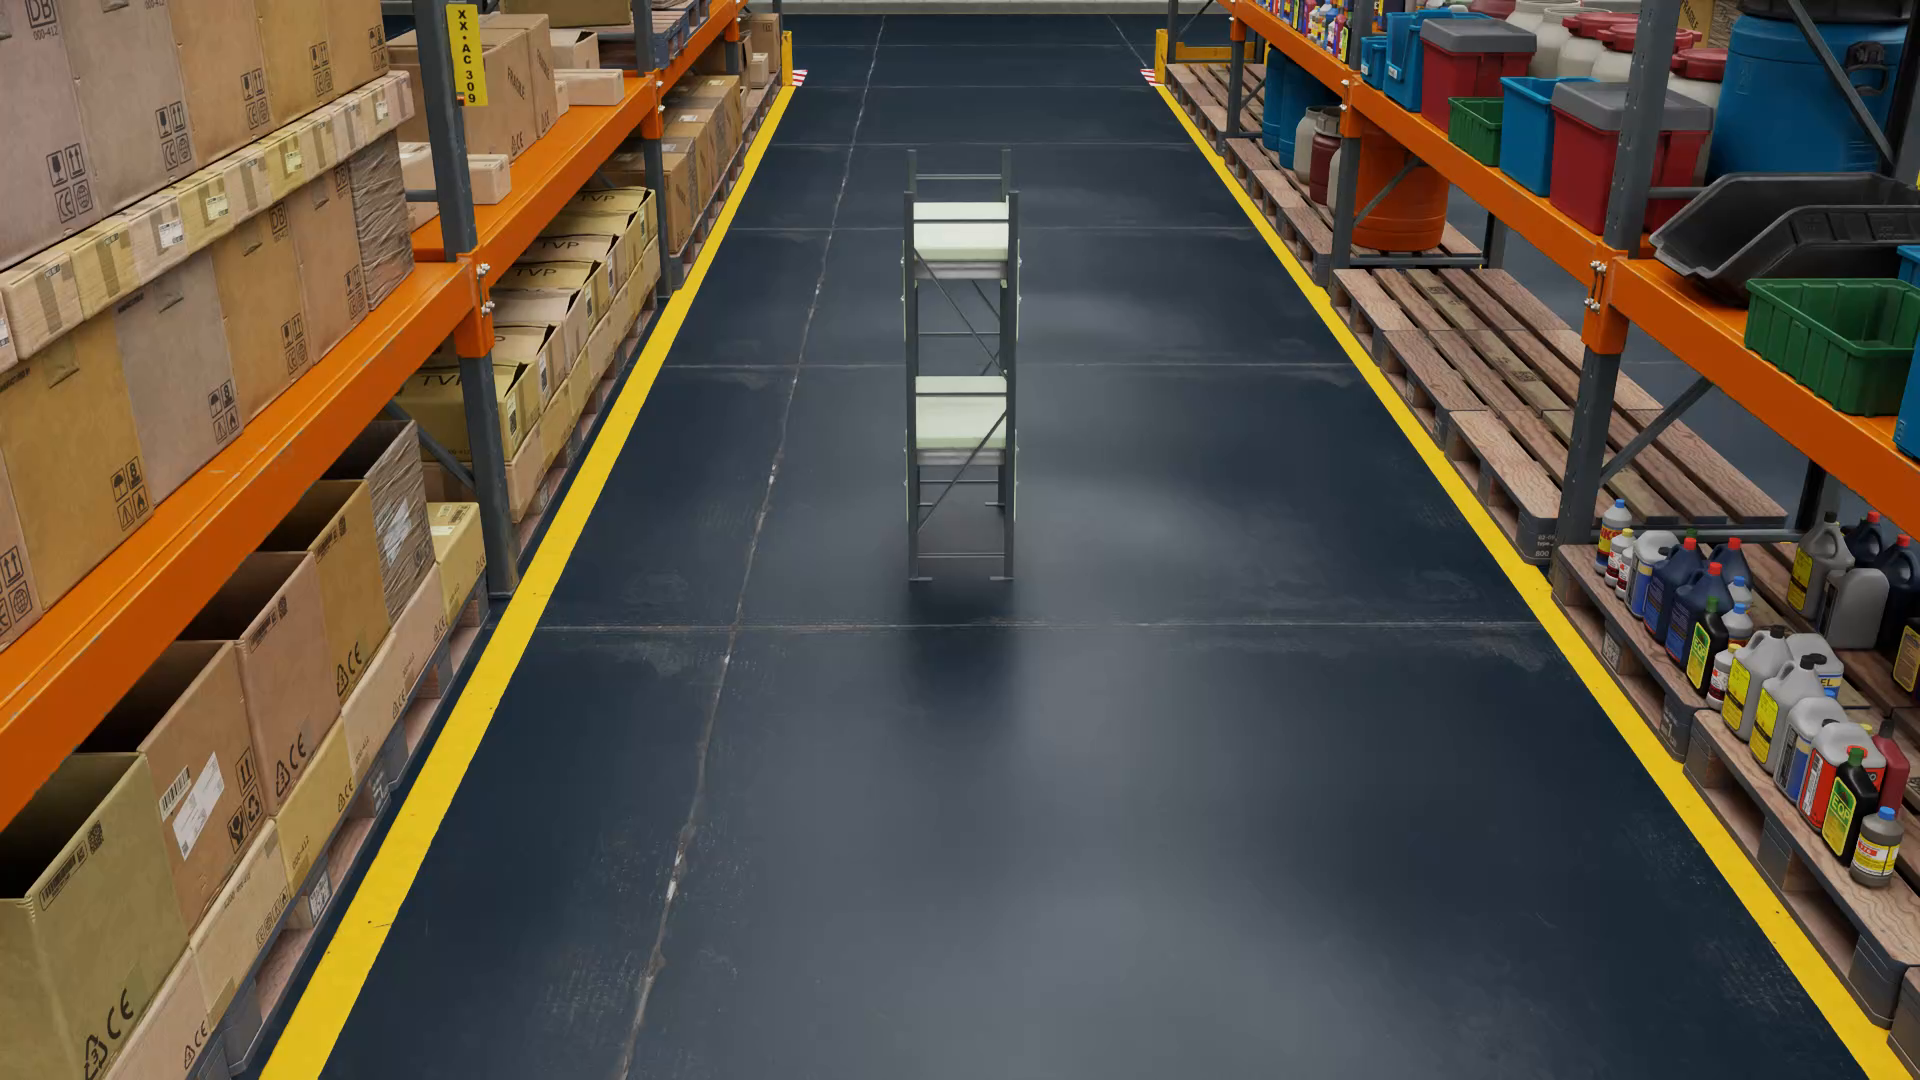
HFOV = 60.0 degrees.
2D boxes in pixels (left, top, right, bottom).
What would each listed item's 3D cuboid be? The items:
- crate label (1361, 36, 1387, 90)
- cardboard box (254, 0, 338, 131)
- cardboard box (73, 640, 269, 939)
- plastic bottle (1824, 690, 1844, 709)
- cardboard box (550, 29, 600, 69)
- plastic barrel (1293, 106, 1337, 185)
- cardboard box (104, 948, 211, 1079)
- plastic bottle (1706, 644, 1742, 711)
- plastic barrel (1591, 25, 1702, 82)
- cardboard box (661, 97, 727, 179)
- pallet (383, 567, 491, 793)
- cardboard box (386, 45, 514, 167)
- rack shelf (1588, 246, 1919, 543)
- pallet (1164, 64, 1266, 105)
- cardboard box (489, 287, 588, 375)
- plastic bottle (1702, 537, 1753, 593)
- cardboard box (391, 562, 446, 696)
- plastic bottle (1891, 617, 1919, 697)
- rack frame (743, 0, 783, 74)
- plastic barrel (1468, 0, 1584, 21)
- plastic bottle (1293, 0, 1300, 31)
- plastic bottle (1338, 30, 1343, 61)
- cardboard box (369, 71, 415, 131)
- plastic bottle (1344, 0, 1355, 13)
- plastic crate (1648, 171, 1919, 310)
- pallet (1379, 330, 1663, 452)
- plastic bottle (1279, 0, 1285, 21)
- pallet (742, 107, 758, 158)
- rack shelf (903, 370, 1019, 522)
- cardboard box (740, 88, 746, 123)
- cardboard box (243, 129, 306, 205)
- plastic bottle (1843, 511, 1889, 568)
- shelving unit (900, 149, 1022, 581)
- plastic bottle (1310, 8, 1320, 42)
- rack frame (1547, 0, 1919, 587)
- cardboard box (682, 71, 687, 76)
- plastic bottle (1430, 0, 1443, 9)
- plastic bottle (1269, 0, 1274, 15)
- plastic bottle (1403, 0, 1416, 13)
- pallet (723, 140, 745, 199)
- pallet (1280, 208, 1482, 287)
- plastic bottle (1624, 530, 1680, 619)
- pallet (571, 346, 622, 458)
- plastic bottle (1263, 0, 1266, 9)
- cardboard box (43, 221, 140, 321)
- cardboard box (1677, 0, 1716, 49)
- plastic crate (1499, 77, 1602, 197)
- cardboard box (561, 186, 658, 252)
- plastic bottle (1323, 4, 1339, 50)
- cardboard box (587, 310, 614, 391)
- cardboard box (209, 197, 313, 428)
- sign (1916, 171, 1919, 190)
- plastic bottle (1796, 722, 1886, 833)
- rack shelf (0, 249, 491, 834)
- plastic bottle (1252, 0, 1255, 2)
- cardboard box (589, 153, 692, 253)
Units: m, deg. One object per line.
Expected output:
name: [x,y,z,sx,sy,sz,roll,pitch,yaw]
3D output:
crate label: [2.351,-2.588,9.036,0.303,0.233,0.416,0,24,-1]
cardboard box: [-2.170,-1.416,4.546,0.700,0.500,0.500,0,24,-1]
cardboard box: [-1.954,0.563,3.782,0.500,0.500,0.500,0,24,-1]
plastic bottle: [2.488,0.529,4.803,0.097,0.201,0.097,0,24,0]
cardboard box: [-2.272,-2.628,9.030,0.500,0.311,0.500,1,24,3]
plastic barrel: [2.591,-2.797,11.803,0.421,0.512,0.421,0,24,0]
cardboard box: [-1.937,1.111,3.481,0.500,0.250,0.500,0,24,-1]
plastic bottle: [2.341,0.412,5.061,0.097,0.201,0.097,0,24,0]
plastic barrel: [2.966,-1.951,7.259,0.433,0.535,0.433,0,24,0]
cardboard box: [-1.981,-2.916,12.058,0.500,0.500,0.500,0,24,0]
pallet: [-2.221,0.428,5.548,1.003,0.211,1.213,0,24,-1]
cardboard box: [-2.186,-1.750,6.858,0.500,0.500,0.500,1,24,3]
rack shelf: [2.787,-0.040,4.070,1.077,0.370,4.000,0,24,-1]
pallet: [2.604,-4.526,16.500,1.003,0.211,1.213,0,24,-1]
cardboard box: [-1.951,-0.956,7.370,0.500,0.311,0.500,-1,24,-2]
plastic bottle: [2.503,0.149,5.462,0.144,0.351,0.185,0,24,-1]
cardboard box: [-1.969,0.287,5.303,0.500,0.250,0.500,0,24,-1]
plastic bottle: [2.964,0.333,5.136,0.061,0.283,0.133,0,24,-1]
rack frame: [-2.319,-6.116,16.632,1.000,3.000,0.127,0,24,-1]
plastic barrel: [3.029,-2.712,8.941,0.600,0.536,0.708,0,24,-1]
plastic bottle: [2.274,-3.553,11.108,0.061,0.283,0.133,0,24,-1]
plastic bottle: [2.307,-2.962,9.899,0.097,0.201,0.097,0,24,0]
cardboard box: [-1.971,-1.401,5.299,0.380,0.149,0.250,0,24,-1]
plastic bottle: [2.873,-4.011,12.039,0.144,0.351,0.185,0,24,-1]
plastic crate: [2.643,-0.947,5.279,0.767,0.338,0.504,0,24,-1]
pallet: [2.701,-0.748,8.148,1.003,0.211,1.213,0,24,-1]
plastic bottle: [2.314,-3.762,11.578,0.152,0.276,0.135,0,24,-1]
pallet: [-2.282,-3.480,14.188,1.003,0.211,1.213,0,24,-1]
rack shelf: [0.000,-0.384,6.569,0.431,0.370,0.720,0,24,-1]
cardboard box: [-2.064,-3.617,13.835,0.500,0.311,0.500,0,24,-1]
cardboard box: [-1.962,-0.981,4.372,0.380,0.149,0.250,0,24,-1]
plastic bottle: [3.060,0.079,5.616,0.144,0.351,0.185,-1,24,-2]
shelving unit: [0.000,-0.681,6.435,0.431,1.500,0.755,0,24,-1]
plastic bottle: [2.298,-3.297,10.642,0.097,0.201,0.097,0,24,0]
rack frame: [2.765,-1.191,5.744,1.000,3.000,0.127,0,24,-1]
cardboard box: [-2.565,-3.762,13.928,0.500,0.500,0.500,0,24,-1]
plastic bottle: [3.057,-3.349,10.672,0.097,0.271,0.097,0,24,0]
plastic bottle: [2.265,-3.916,11.910,0.061,0.283,0.133,0,24,-1]
plastic bottle: [3.025,-3.534,11.075,0.152,0.276,0.135,0,24,-1]
pallet: [-2.229,-2.862,12.821,1.003,0.211,1.213,0,24,-1]
pallet: [2.671,-1.894,10.681,1.003,0.211,1.213,0,24,-1]
plastic bottle: [2.361,0.115,5.626,0.152,0.276,0.135,1,24,1]
pallet: [-2.251,-0.708,8.058,1.003,0.211,1.213,0,24,-1]
plastic bottle: [2.280,-4.038,12.195,0.097,0.271,0.097,0,24,0]
cardboard box: [-1.950,-0.557,3.433,0.380,0.149,0.250,-1,24,-1]
cardboard box: [7.674,-5.118,16.496,0.875,0.875,0.875,0,24,-1]
plastic crate: [2.442,-1.637,6.750,0.392,0.384,0.575,0,24,-1]
cardboard box: [-1.980,-1.798,9.233,0.500,0.311,0.500,0,24,1]
plastic bottle: [2.303,-3.169,10.273,0.097,0.271,0.097,0,24,0]
cardboard box: [-1.962,-0.910,7.950,0.500,0.250,0.500,0,24,0]
cardboard box: [-2.163,-0.609,4.336,0.700,0.500,0.500,0,24,0]
sign: [3.315,-1.316,5.683,0.100,0.325,0.005,0,24,-1]
plastic bottle: [2.375,0.639,4.469,0.152,0.276,0.135,0,24,0]
rack shelf: [-2.166,-0.019,4.025,1.077,0.370,4.000,0,24,-1]
plastic bottle: [2.257,-4.227,12.597,0.061,0.283,0.133,0,24,-1]
cardboard box: [-1.951,-2.069,10.185,0.500,0.500,0.500,1,24,2]
